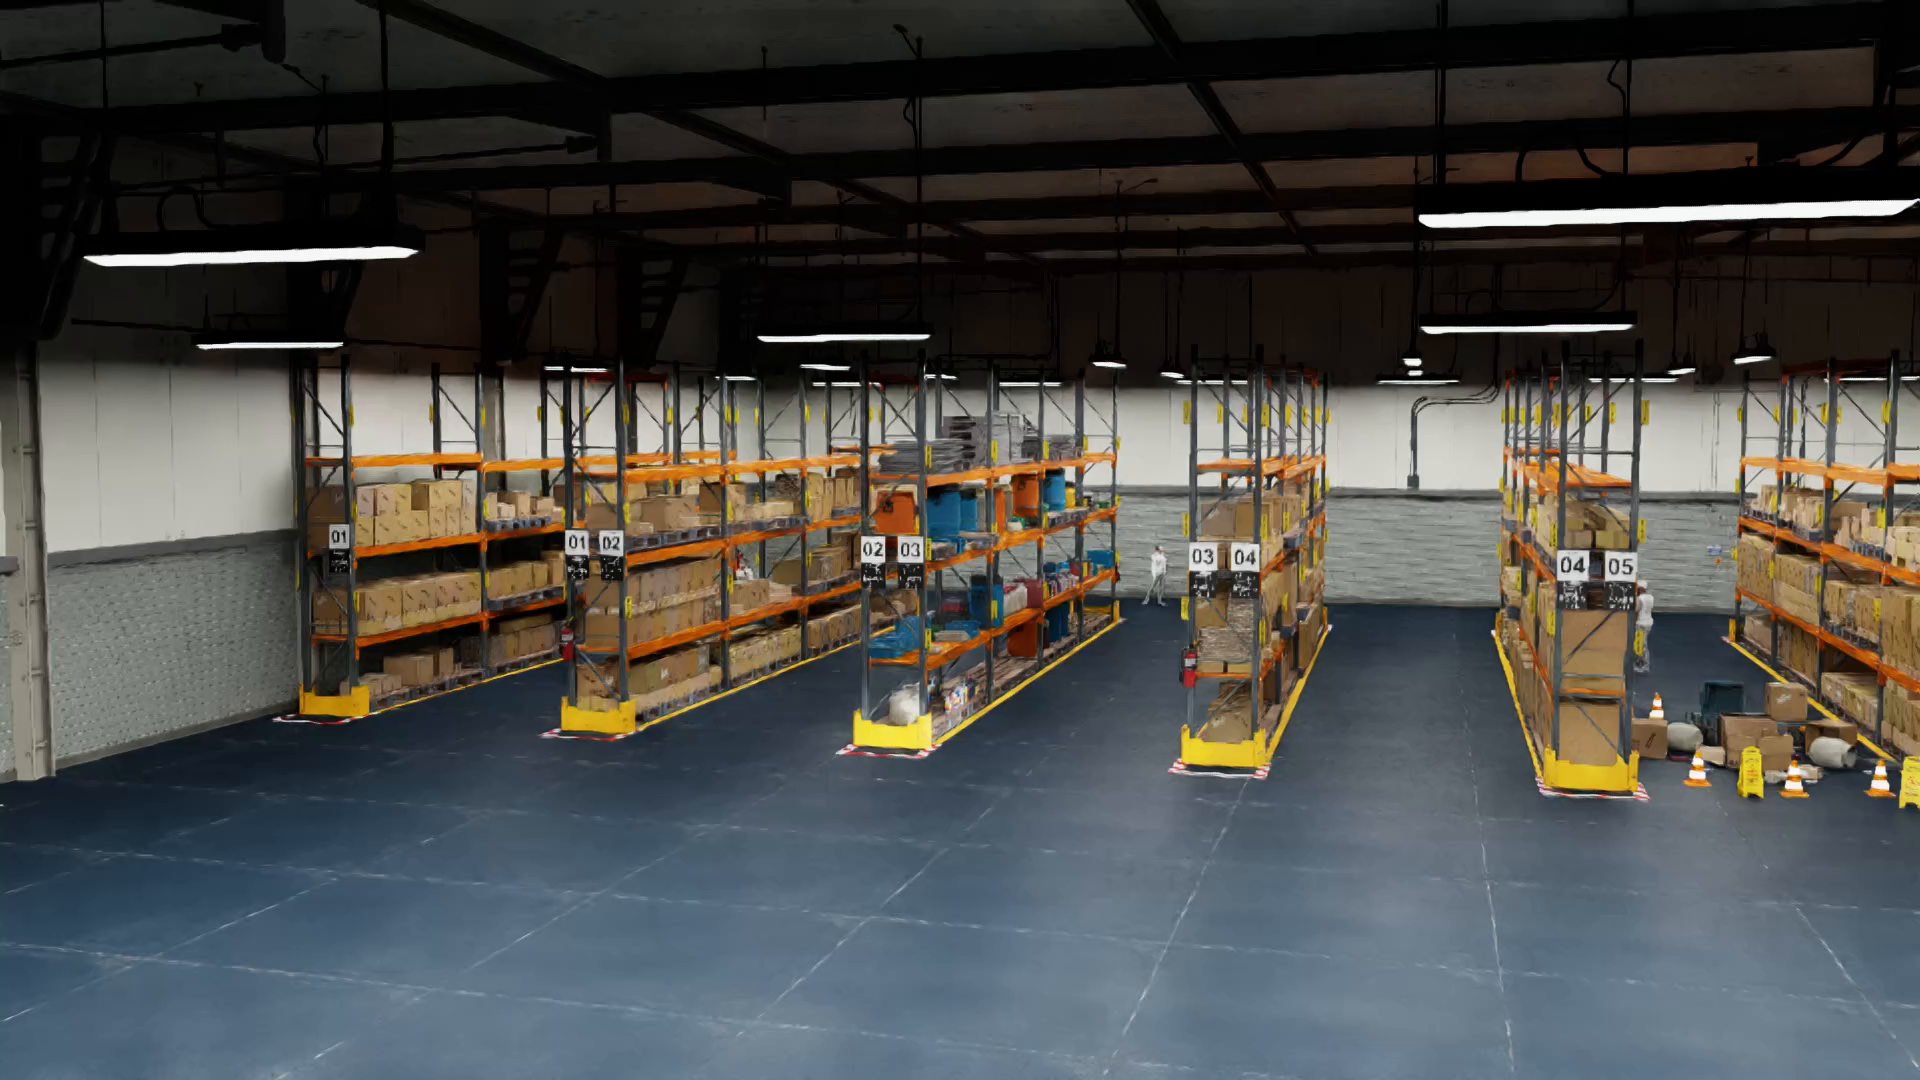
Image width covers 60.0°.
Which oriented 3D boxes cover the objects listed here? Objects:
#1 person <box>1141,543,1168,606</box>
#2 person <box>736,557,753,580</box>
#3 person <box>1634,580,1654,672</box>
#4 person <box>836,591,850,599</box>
[{"bbox_3d":[5.125,0.896,43.770,0.665,1.669,0.470,-3,5,-30],"label":"person"},{"bbox_3d":[-5.144,1.200,39.784,0.502,1.624,0.997,1,4,15],"label":"person"},{"bbox_3d":[13.280,1.660,32.482,0.665,1.782,0.583,-4,6,-44],"label":"person"},{"bbox_3d":[-2.992,0.994,42.850,0.472,1.595,0.529,2,5,27],"label":"person"}]
